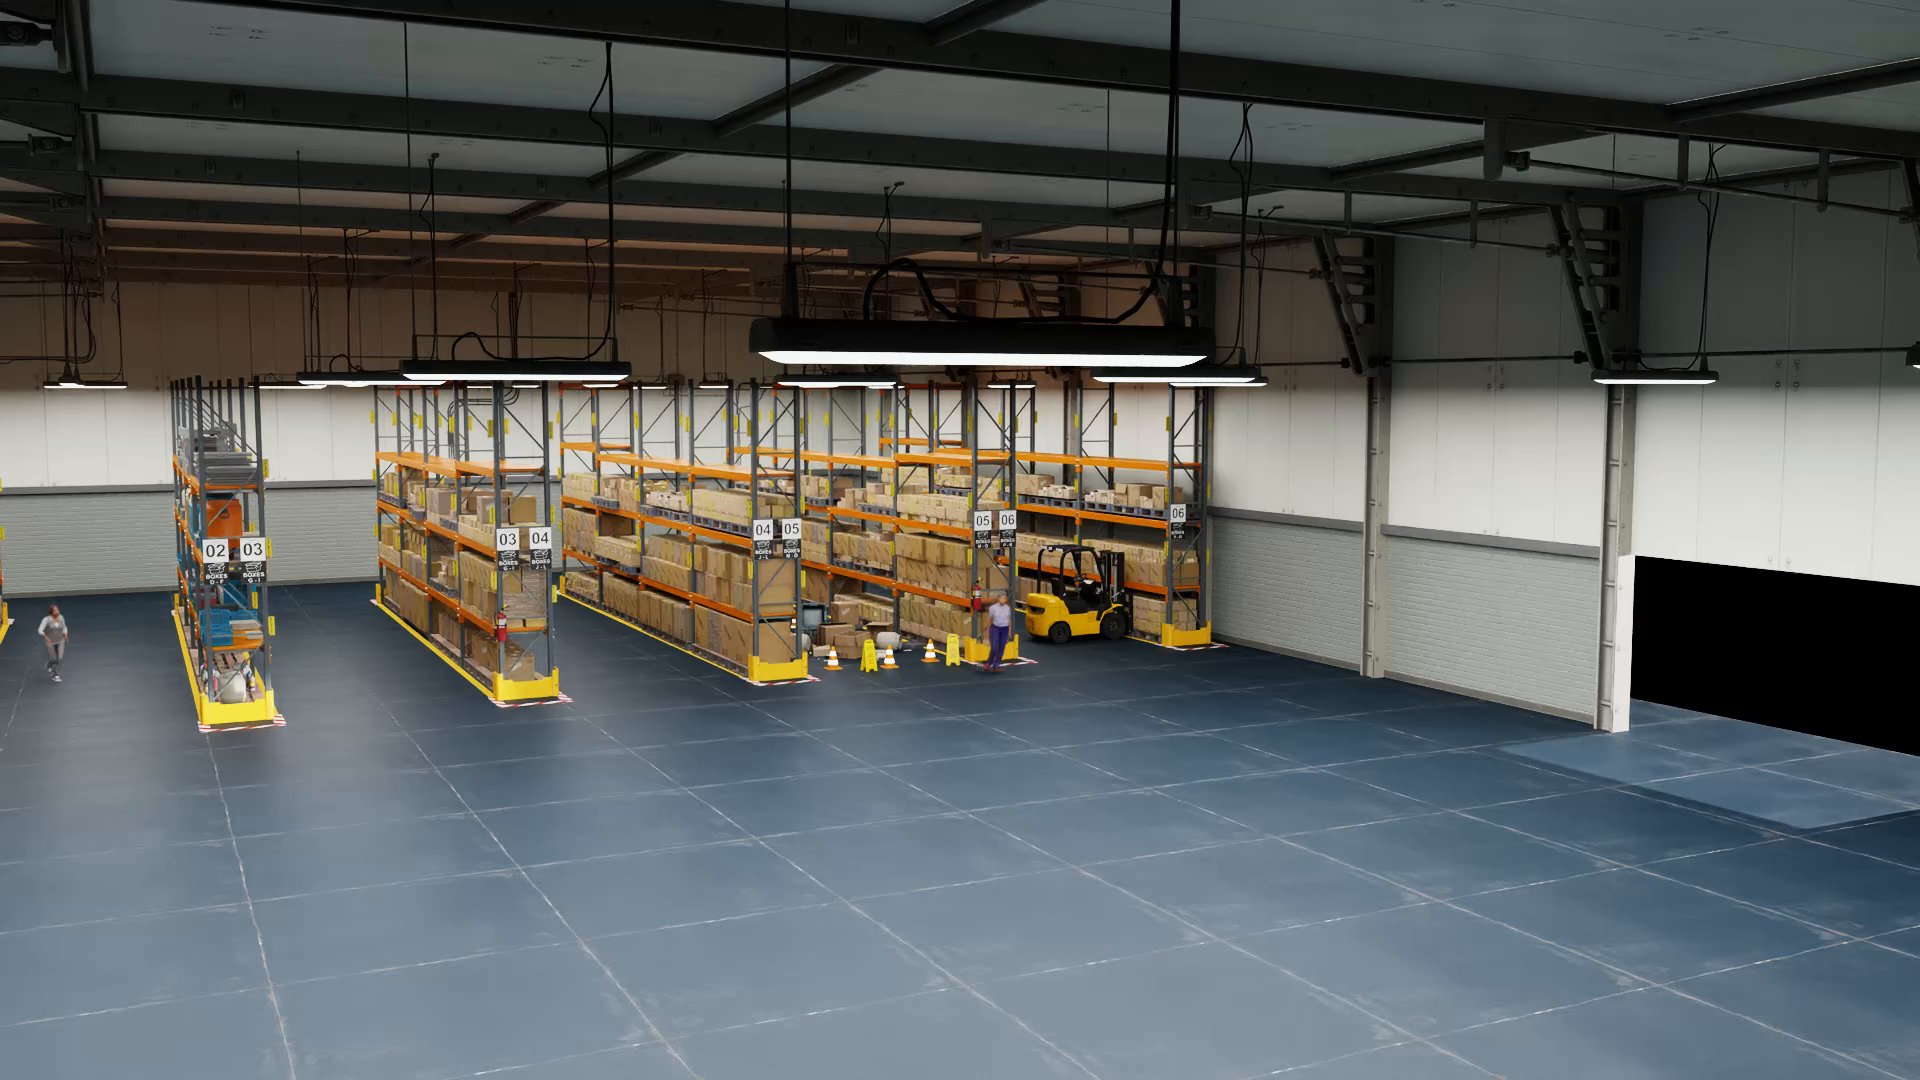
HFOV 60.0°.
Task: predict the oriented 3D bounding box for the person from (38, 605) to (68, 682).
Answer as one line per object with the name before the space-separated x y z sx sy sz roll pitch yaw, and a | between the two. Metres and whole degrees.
person | -17.991 2.037 32.982 0.574 1.534 0.539 5 7 44

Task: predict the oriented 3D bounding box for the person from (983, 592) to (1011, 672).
person | 0.763 1.889 33.886 0.568 1.627 0.439 -3 6 -27

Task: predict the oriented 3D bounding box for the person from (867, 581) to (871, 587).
person | -2.893 0.650 48.337 0.684 1.627 0.568 -1 5 -9
